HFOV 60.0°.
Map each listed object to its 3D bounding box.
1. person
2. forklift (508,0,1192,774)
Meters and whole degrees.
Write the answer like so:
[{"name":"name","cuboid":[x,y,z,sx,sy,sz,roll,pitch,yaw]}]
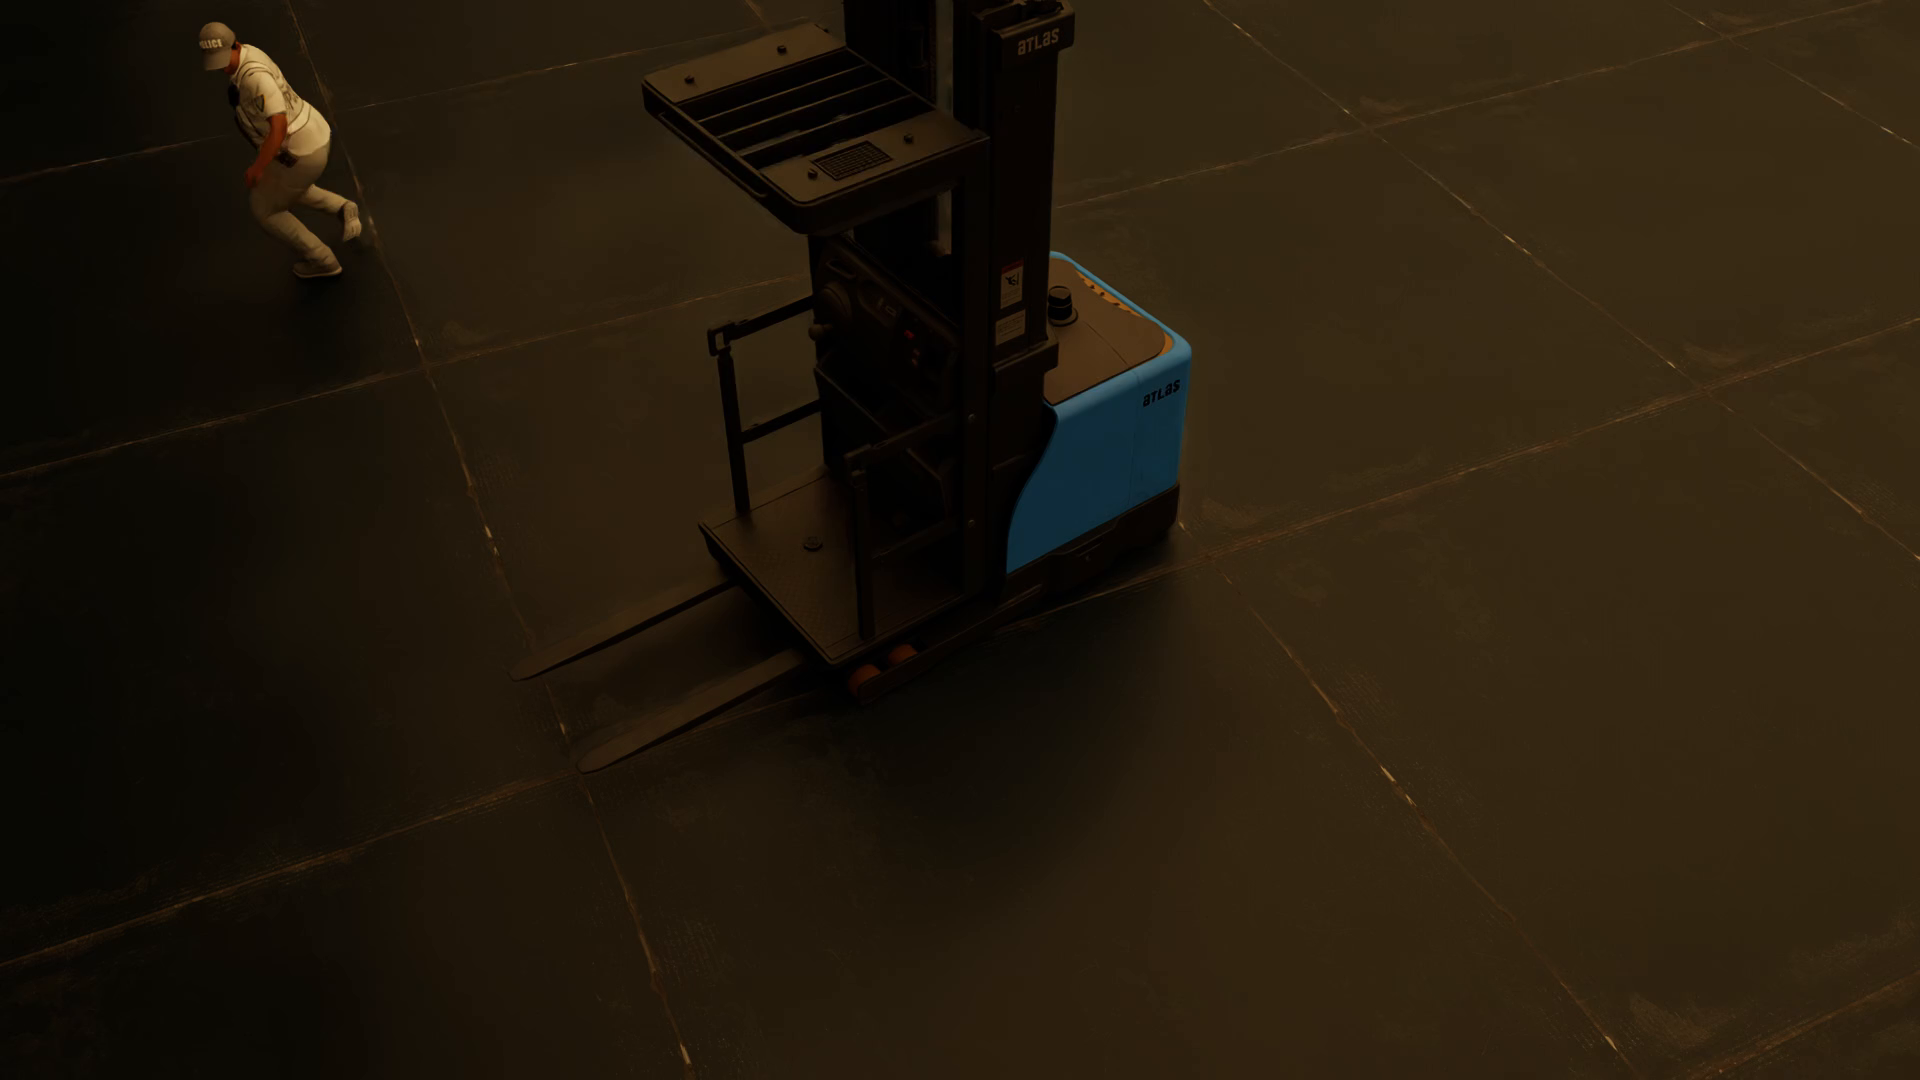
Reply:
[{"name":"person","cuboid":[-3.692,-2.175,9.115,0.510,1.508,0.884,-10,44,-10]},{"name":"forklift","cuboid":[-0.467,-0.790,6.527,3.031,2.935,1.130,-27,49,-26]}]
